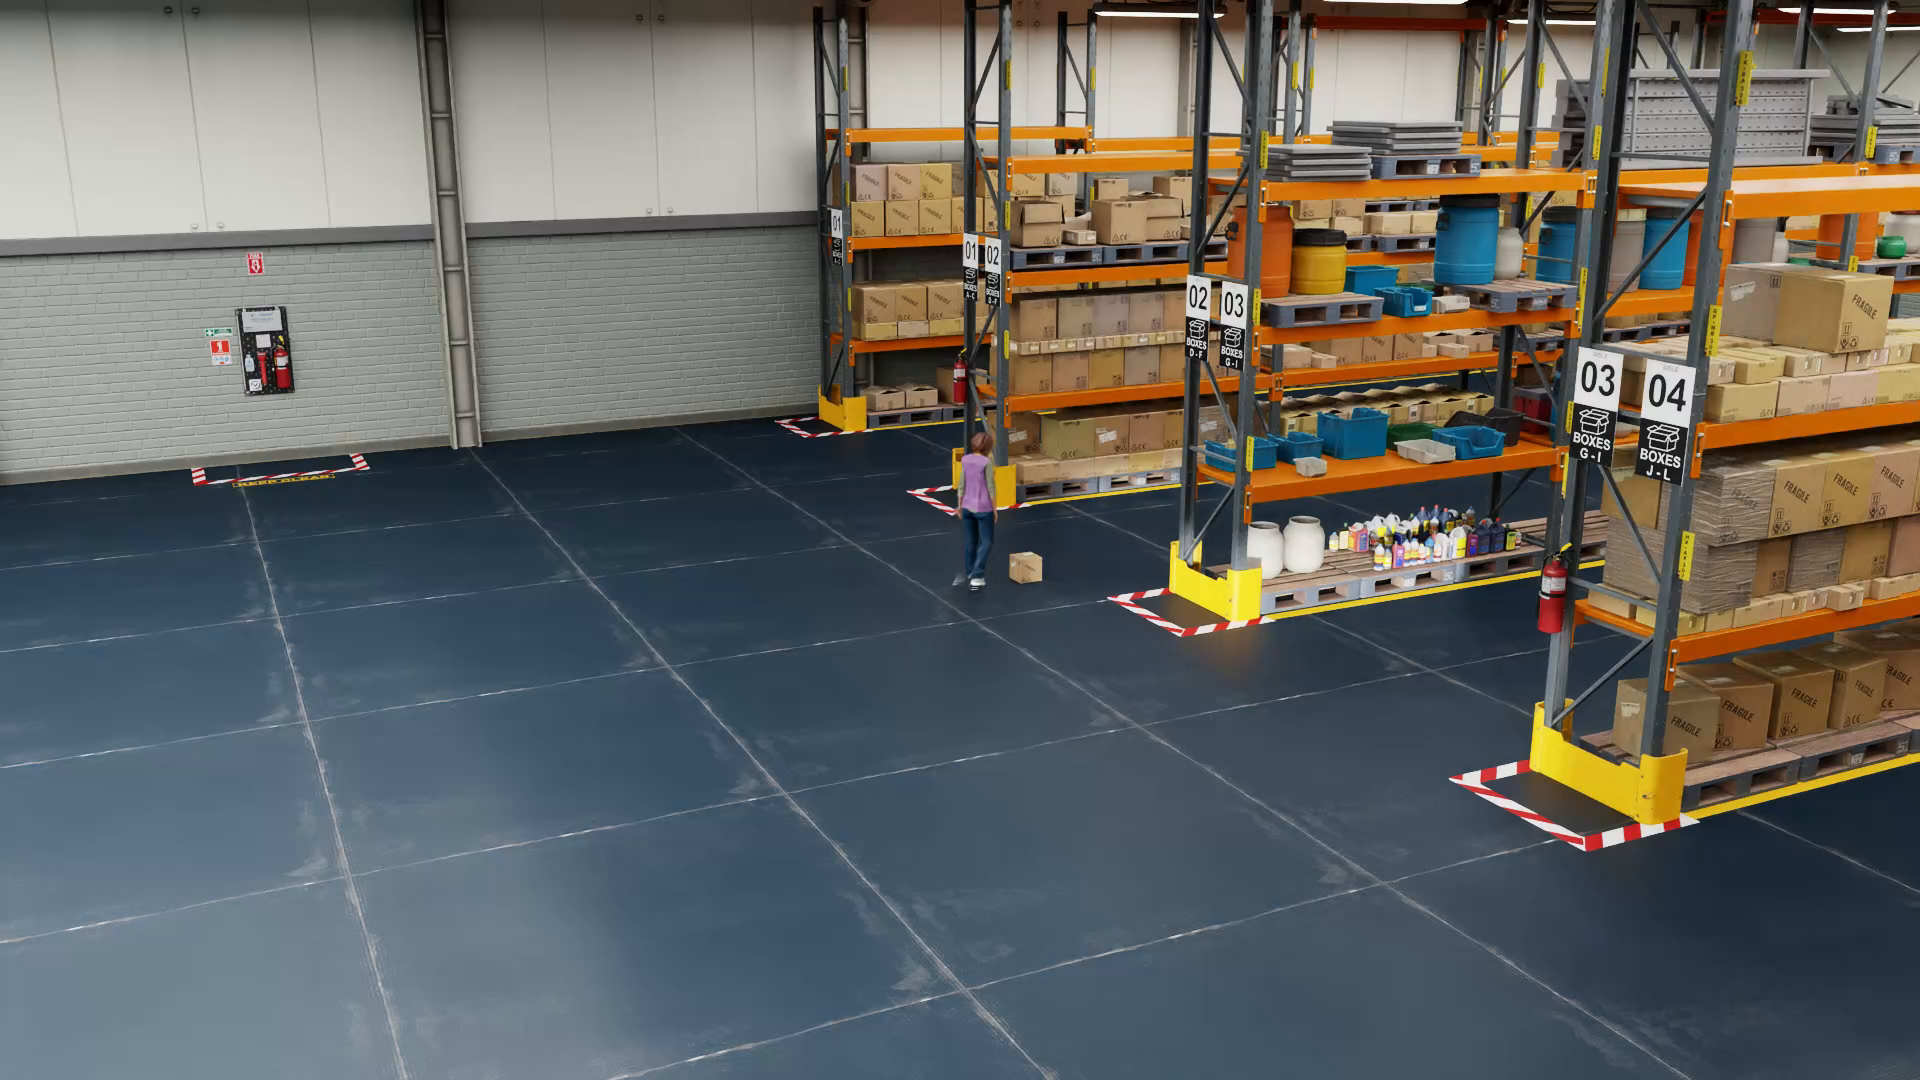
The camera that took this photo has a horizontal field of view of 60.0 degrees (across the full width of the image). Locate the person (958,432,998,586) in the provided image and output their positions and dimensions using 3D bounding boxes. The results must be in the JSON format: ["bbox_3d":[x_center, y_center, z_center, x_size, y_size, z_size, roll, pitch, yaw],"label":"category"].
[{"bbox_3d":[0.185,-0.319,16.847,0.460,1.575,0.615,12,19,37],"label":"person"}]
